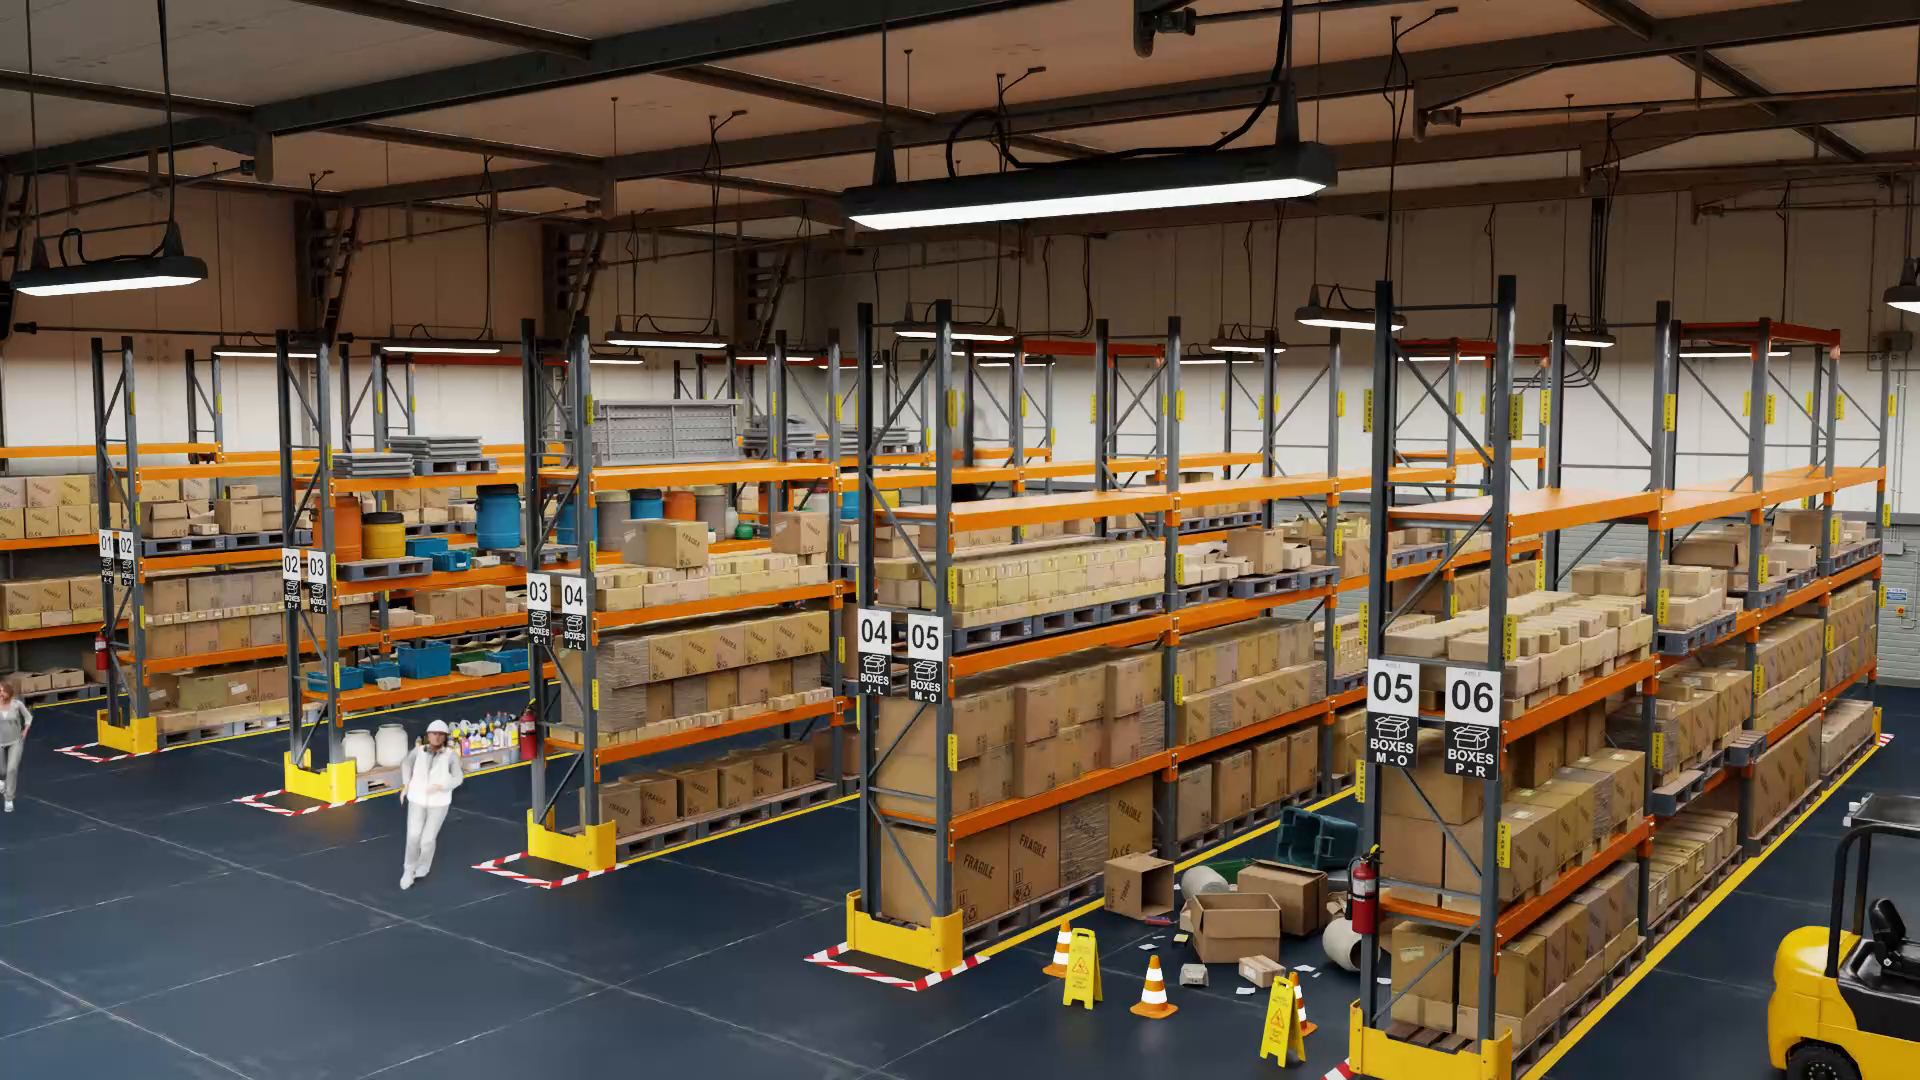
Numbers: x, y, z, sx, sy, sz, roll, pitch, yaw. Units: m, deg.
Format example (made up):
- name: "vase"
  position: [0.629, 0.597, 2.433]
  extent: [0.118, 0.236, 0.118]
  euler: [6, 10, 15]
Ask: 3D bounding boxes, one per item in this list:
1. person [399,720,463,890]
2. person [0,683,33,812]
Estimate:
- name: "person"
  position: [-5.589, 2.767, 17.594]
  extent: [0.654, 1.728, 0.696]
  euler: [-1, 5, -11]
- name: "person"
  position: [-11.973, 2.574, 20.938]
  extent: [0.545, 1.592, 0.741]
  euler: [-2, 6, -25]
